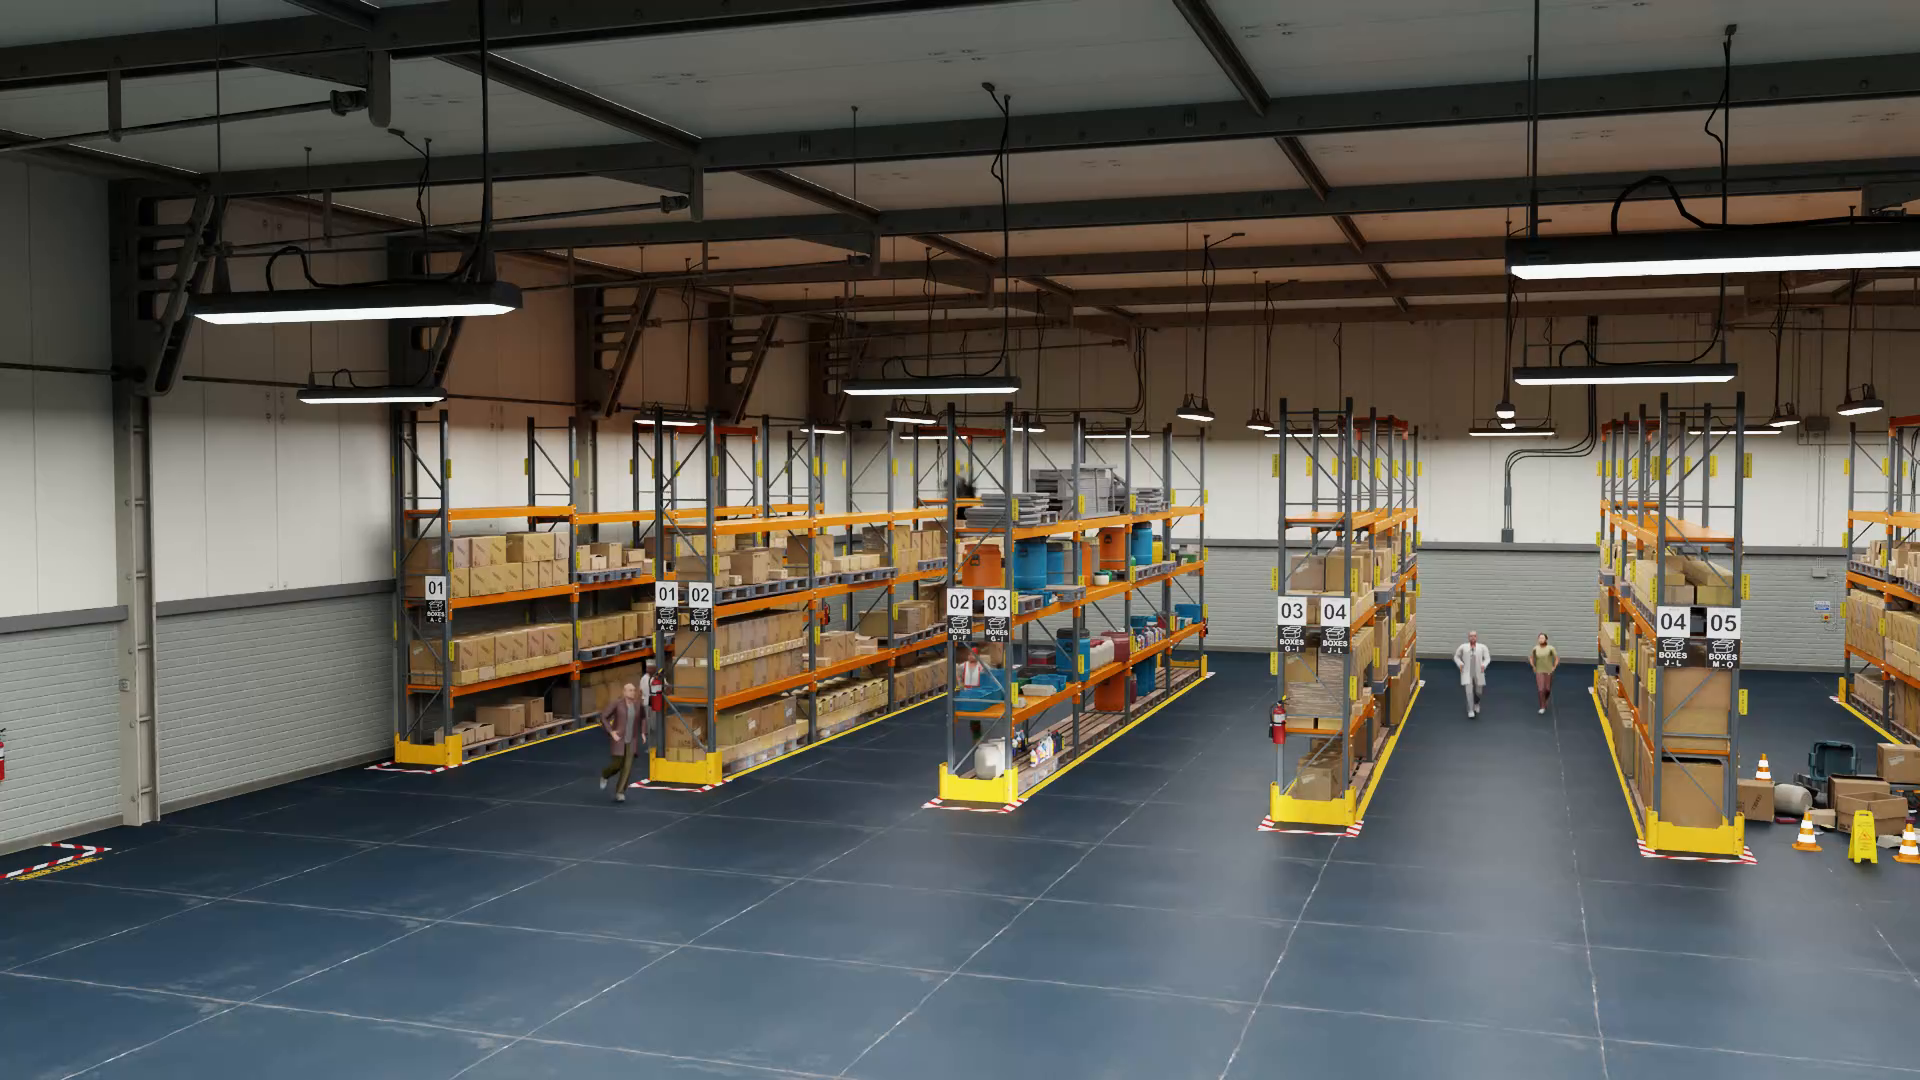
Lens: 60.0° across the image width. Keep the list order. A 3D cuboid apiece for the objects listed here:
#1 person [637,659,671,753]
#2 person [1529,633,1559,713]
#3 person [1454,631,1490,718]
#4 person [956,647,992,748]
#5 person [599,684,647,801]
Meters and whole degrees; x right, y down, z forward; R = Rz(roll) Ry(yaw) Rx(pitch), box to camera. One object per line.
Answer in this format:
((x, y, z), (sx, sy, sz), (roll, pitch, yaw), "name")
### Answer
((-5.417, 2.919, 29.349), (0.601, 1.660, 0.592), (1, 3, 15), "person")
((11.991, 2.729, 34.174), (0.579, 1.636, 0.551), (1, 3, 24), "person")
((10.317, 2.698, 33.513), (0.708, 1.724, 0.670), (1, 3, 14), "person")
((0.221, 2.836, 29.970), (0.635, 1.825, 0.749), (1, 3, 21), "person")
((-5.081, 3.058, 25.342), (0.769, 1.705, 0.854), (-2, 3, -33), "person")
